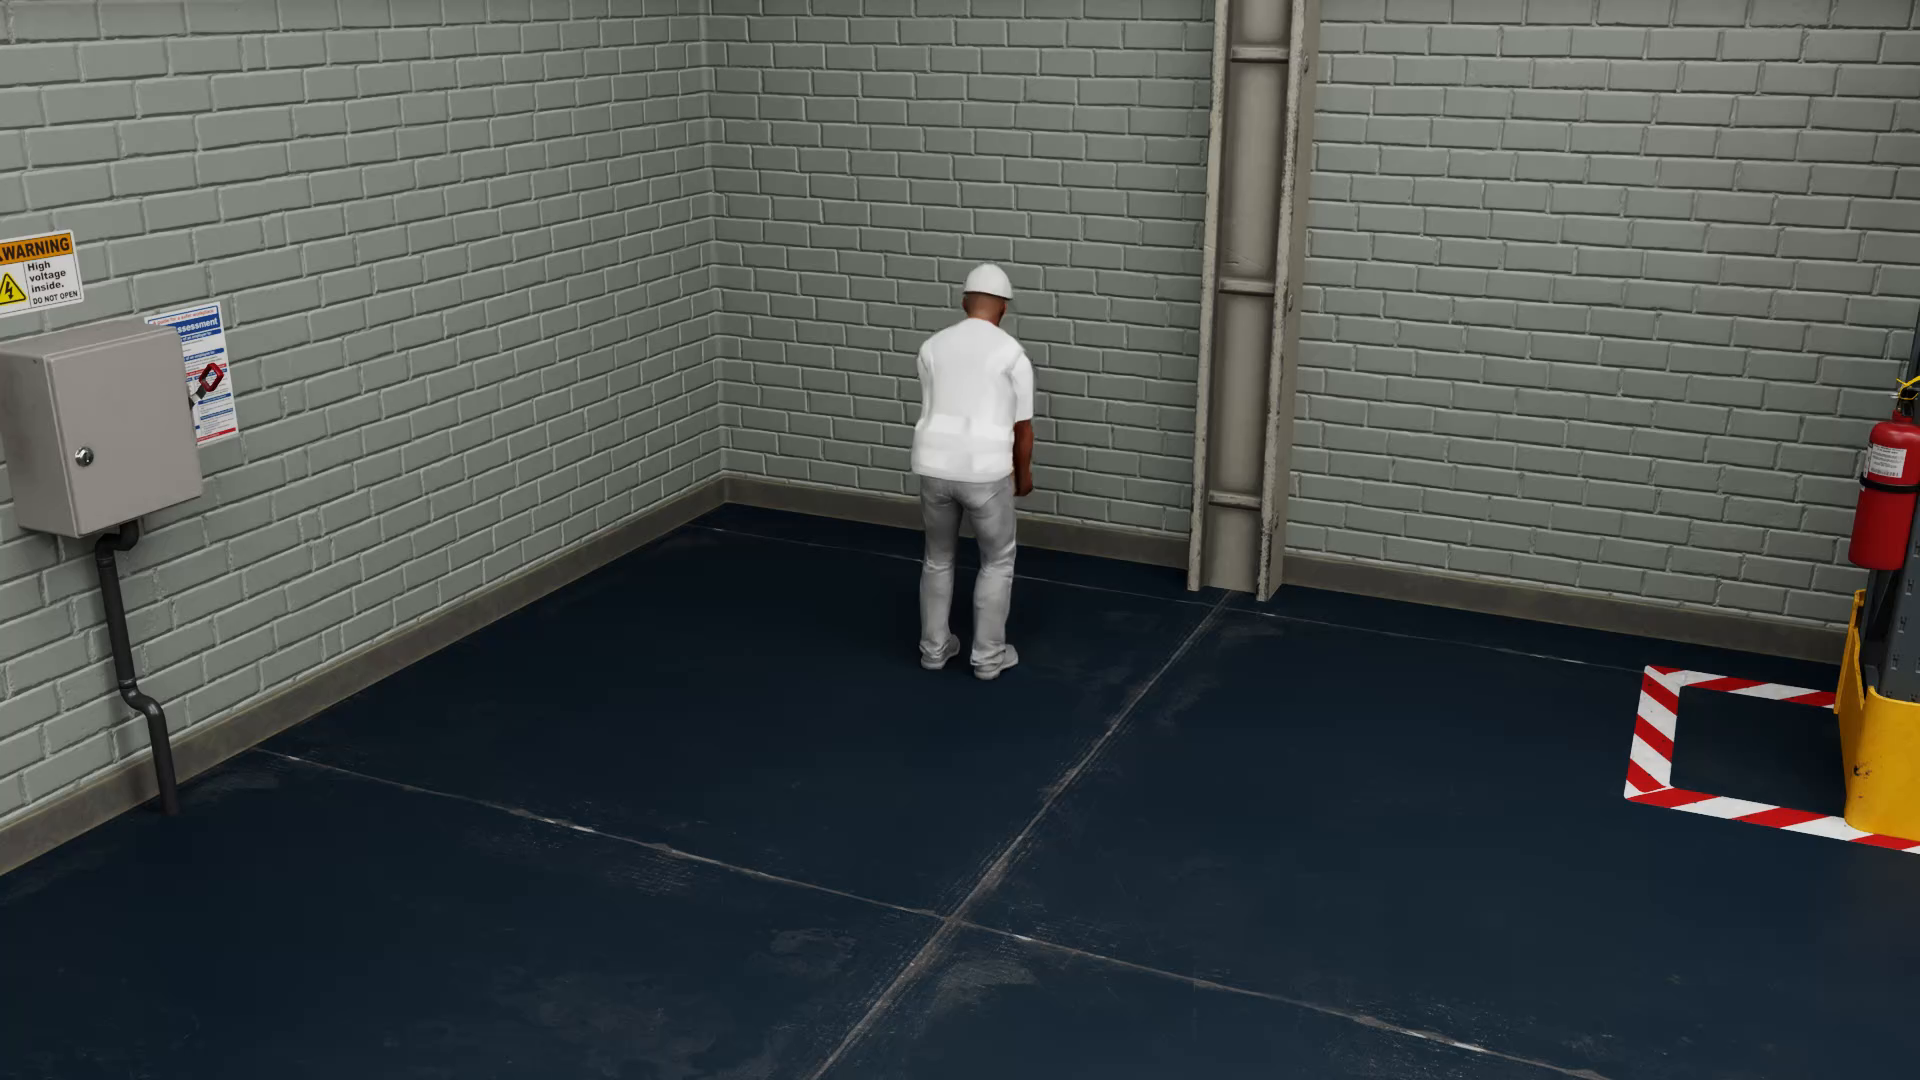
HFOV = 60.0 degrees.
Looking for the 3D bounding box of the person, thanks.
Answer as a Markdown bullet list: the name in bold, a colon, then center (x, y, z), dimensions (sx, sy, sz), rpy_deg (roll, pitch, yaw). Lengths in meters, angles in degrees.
- **person**: center (0.055, -0.296, 7.002), dimensions (0.488, 1.693, 0.636), rpy_deg (8, 20, 22)
